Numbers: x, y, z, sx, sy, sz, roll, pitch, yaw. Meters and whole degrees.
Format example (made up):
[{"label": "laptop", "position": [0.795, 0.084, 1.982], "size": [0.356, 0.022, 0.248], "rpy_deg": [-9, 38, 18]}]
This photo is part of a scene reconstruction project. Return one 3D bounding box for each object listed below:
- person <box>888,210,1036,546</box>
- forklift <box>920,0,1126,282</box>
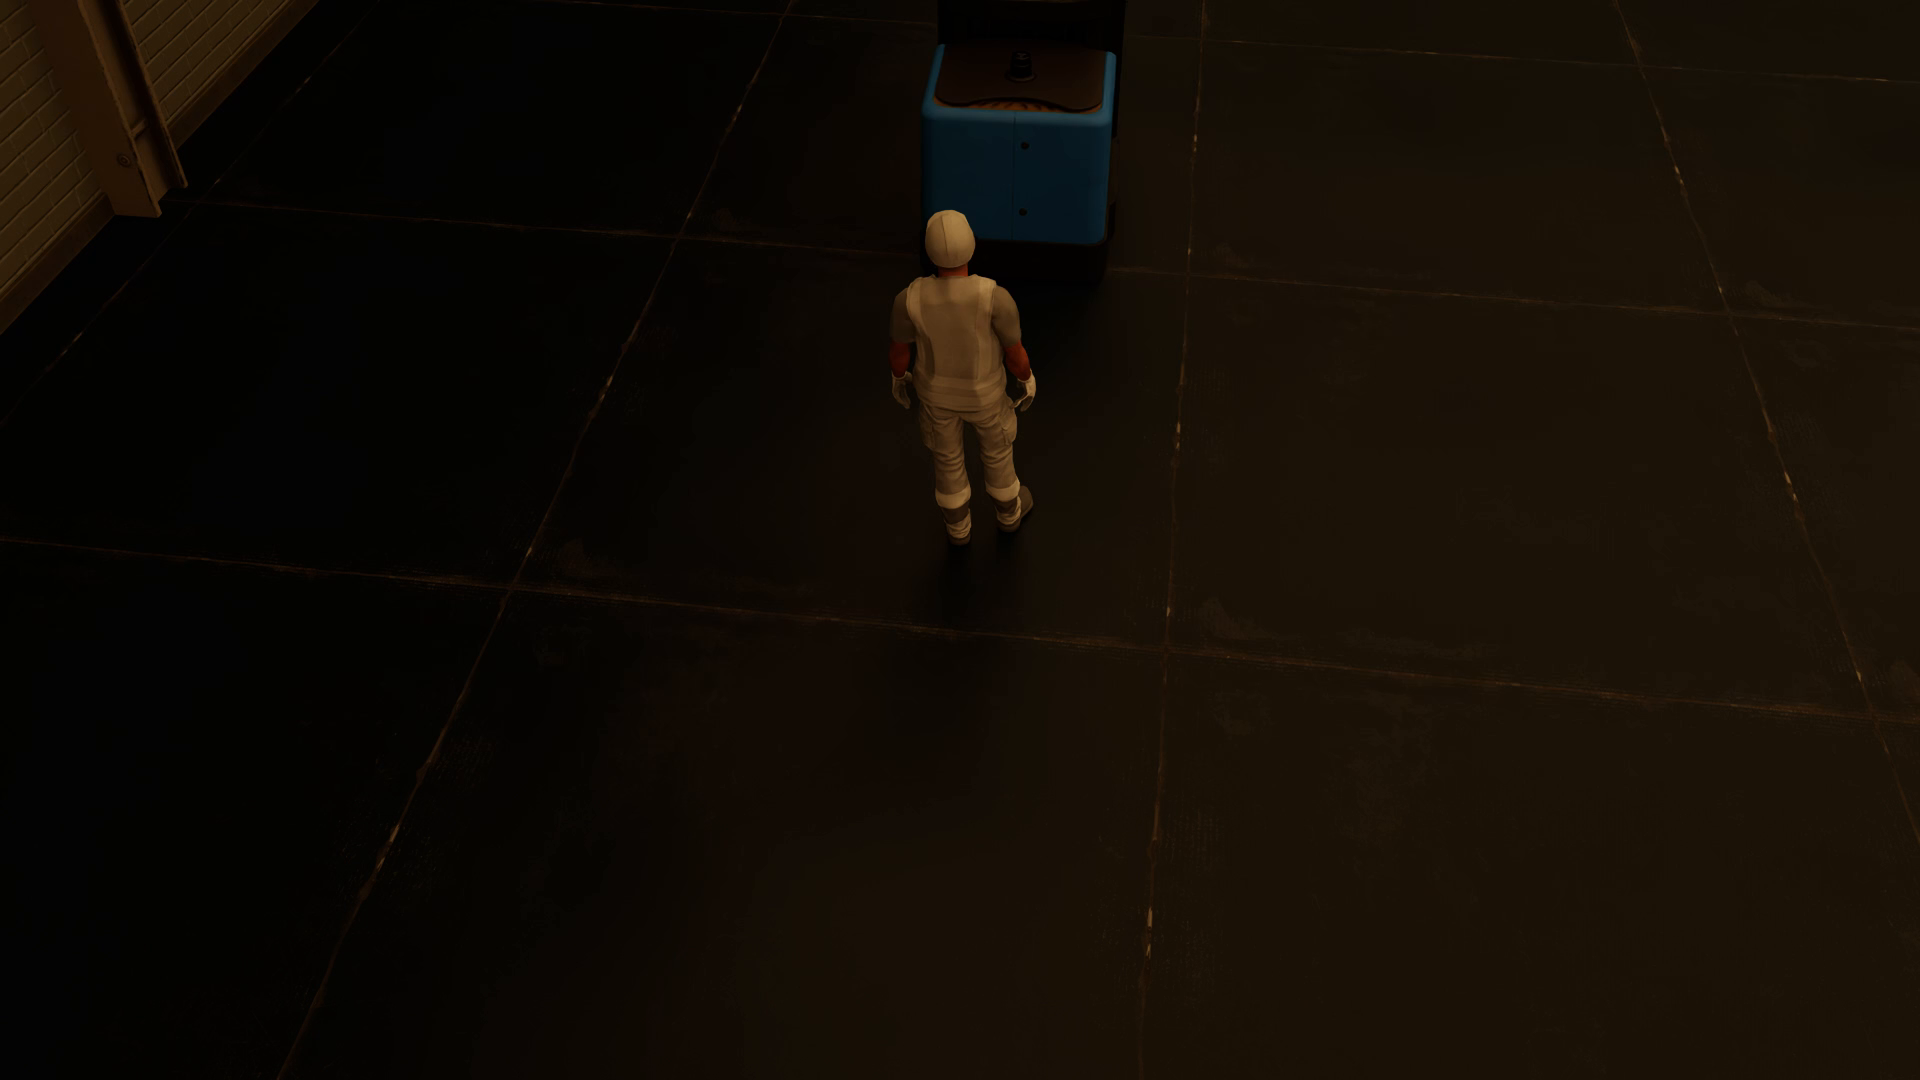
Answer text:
[{"label": "person", "position": [0.023, -0.717, 7.339], "size": [0.637, 1.790, 0.562], "rpy_deg": [5, 43, 6]}, {"label": "forklift", "position": [0.439, -3.526, 9.563], "size": [1.130, 2.935, 3.031], "rpy_deg": [4, 43, 4]}]
